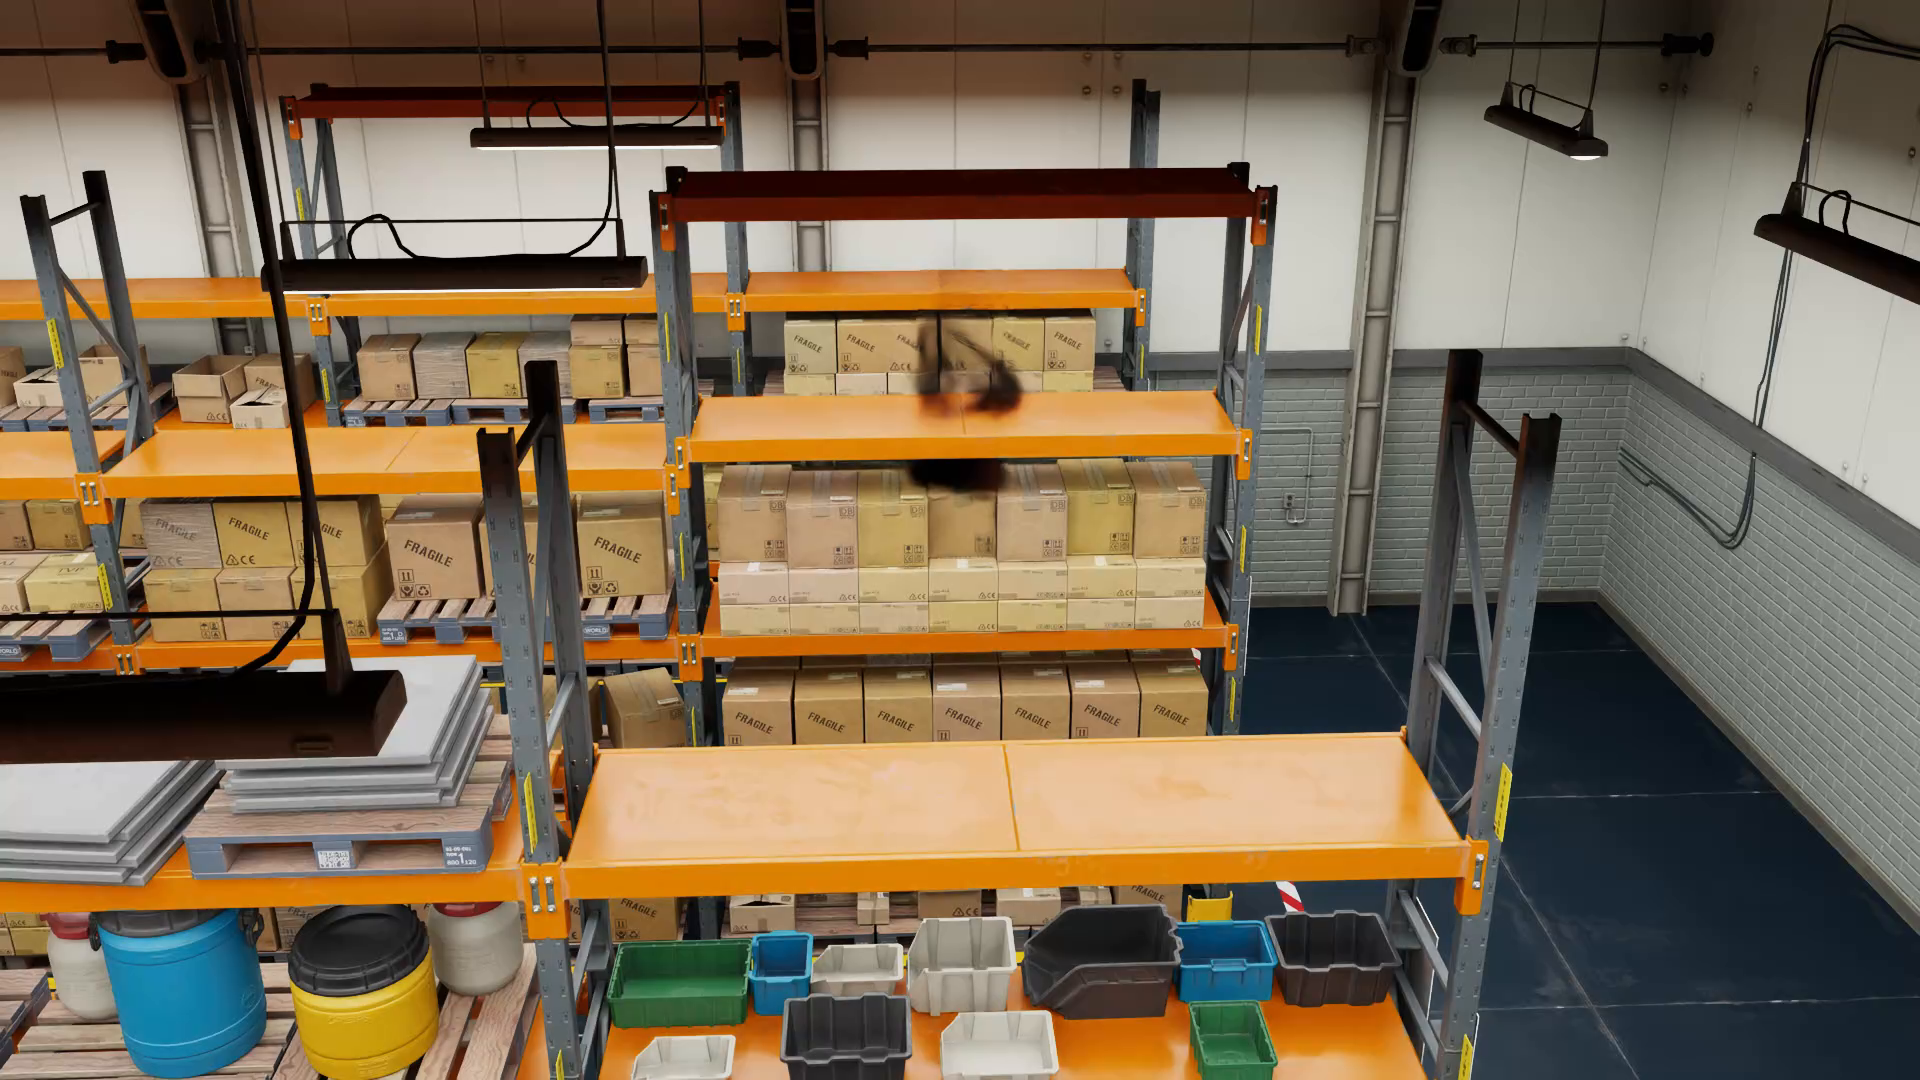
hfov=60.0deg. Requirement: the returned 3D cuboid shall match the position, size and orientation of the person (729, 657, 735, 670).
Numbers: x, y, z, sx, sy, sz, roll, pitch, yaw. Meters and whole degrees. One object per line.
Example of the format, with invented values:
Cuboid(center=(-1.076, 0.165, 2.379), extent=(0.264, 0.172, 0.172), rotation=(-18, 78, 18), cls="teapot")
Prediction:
Cuboid(center=(-1.679, 1.526, 15.258), extent=(1.029, 1.716, 0.705), rotation=(-1, 22, -3), cls="person")
